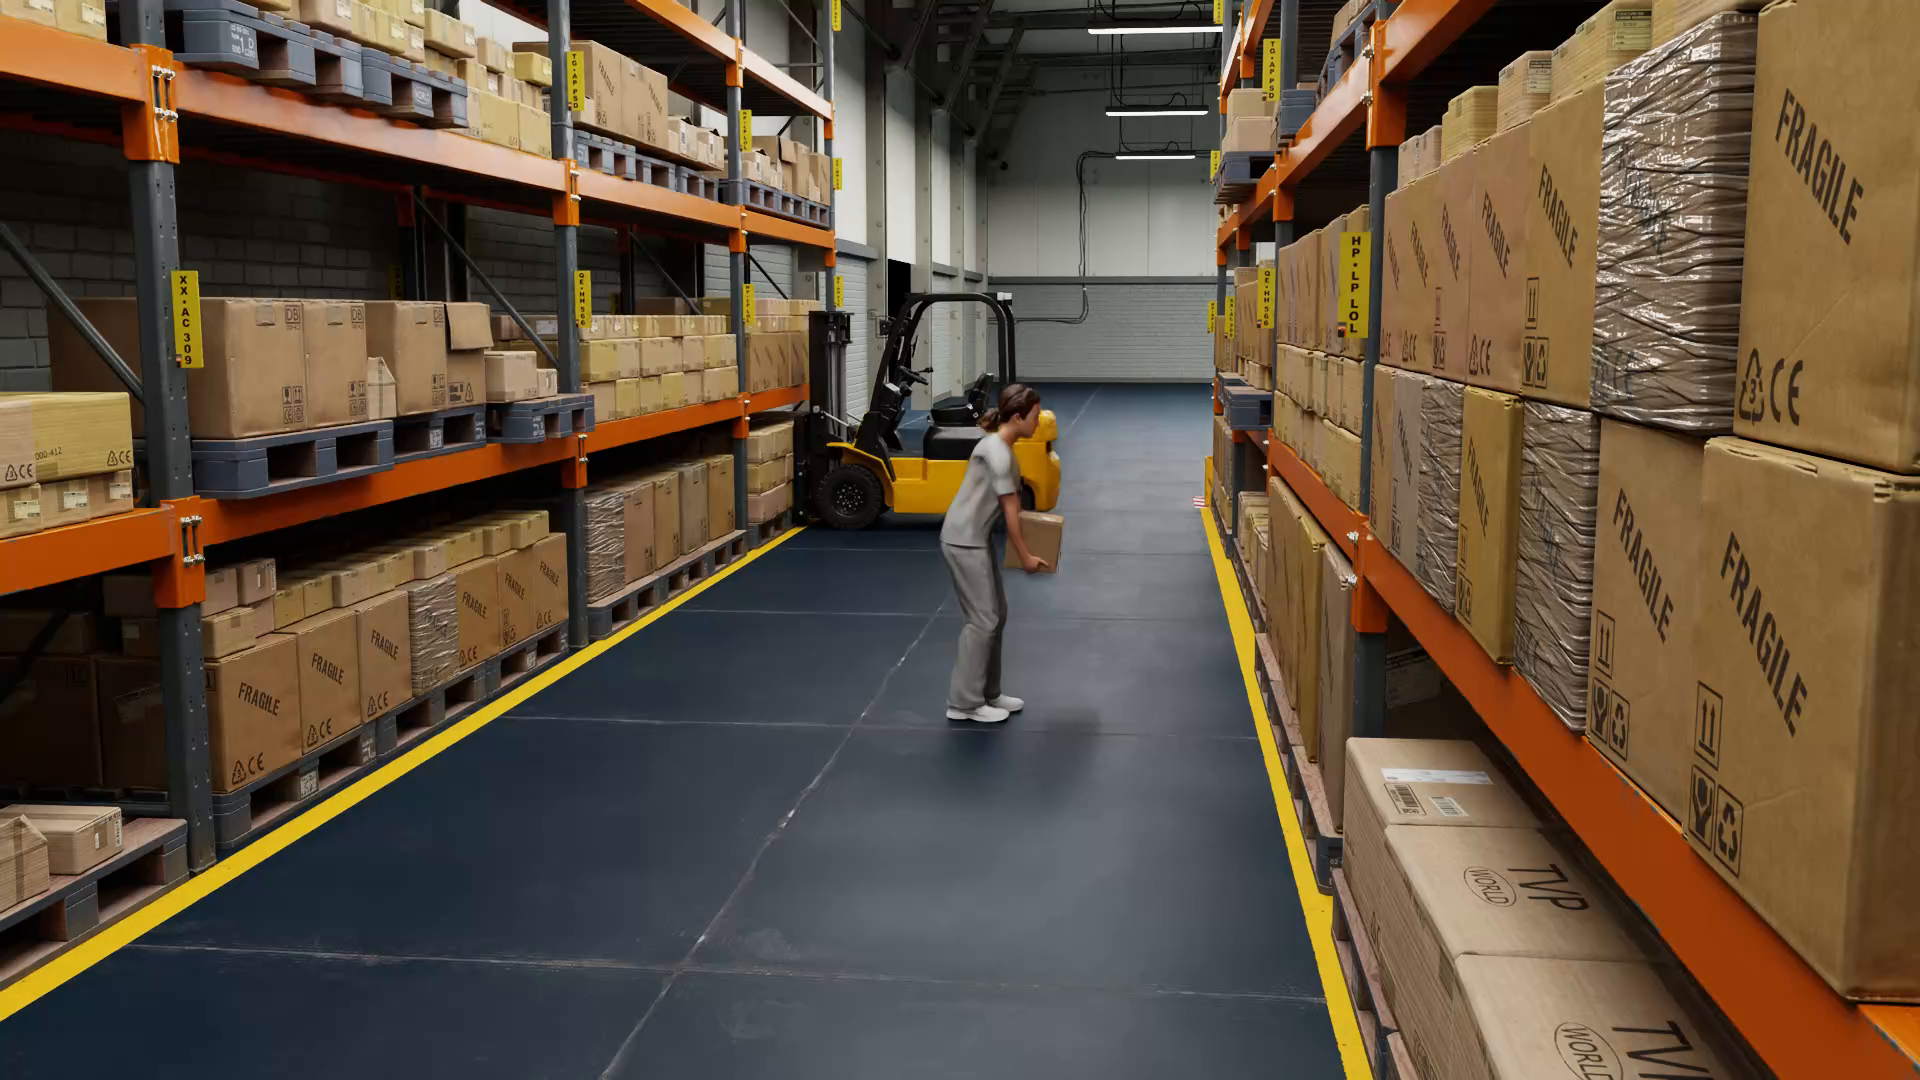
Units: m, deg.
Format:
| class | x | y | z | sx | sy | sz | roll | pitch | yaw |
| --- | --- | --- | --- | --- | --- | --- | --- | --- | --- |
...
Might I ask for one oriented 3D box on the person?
| class | x | y | z | sx | sy | sz | roll | pitch | yaw |
| --- | --- | --- | --- | --- | --- | --- | --- | --- | --- |
| person | 0.174 | 0.057 | 8.087 | 0.536 | 1.626 | 0.405 | 1 | 8 | 5 |
